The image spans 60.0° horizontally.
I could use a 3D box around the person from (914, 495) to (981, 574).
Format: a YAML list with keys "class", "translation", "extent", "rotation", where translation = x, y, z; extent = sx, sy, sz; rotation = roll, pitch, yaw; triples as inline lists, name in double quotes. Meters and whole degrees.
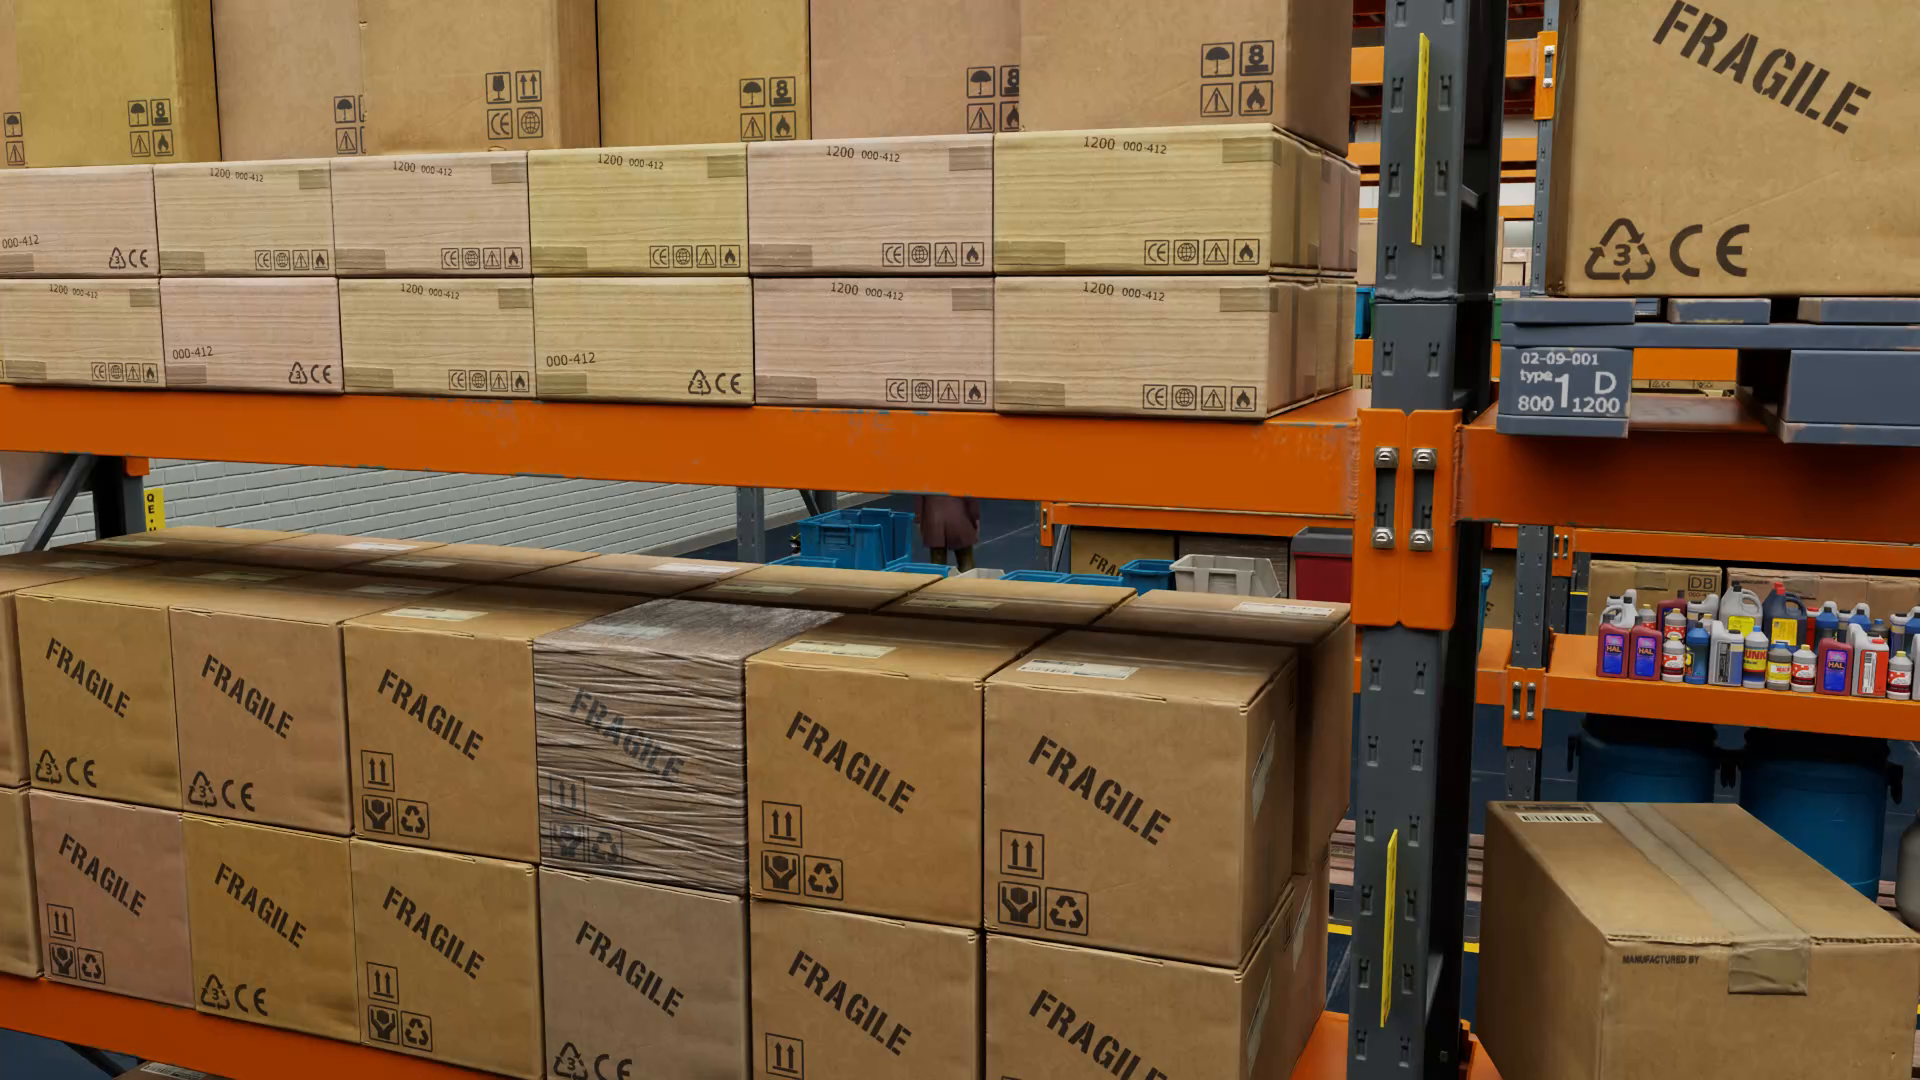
- class: "person"
  translation: [-0.106, -0.137, 15.321]
  extent: [0.652, 1.818, 0.456]
  rotation: [1, 9, 7]
